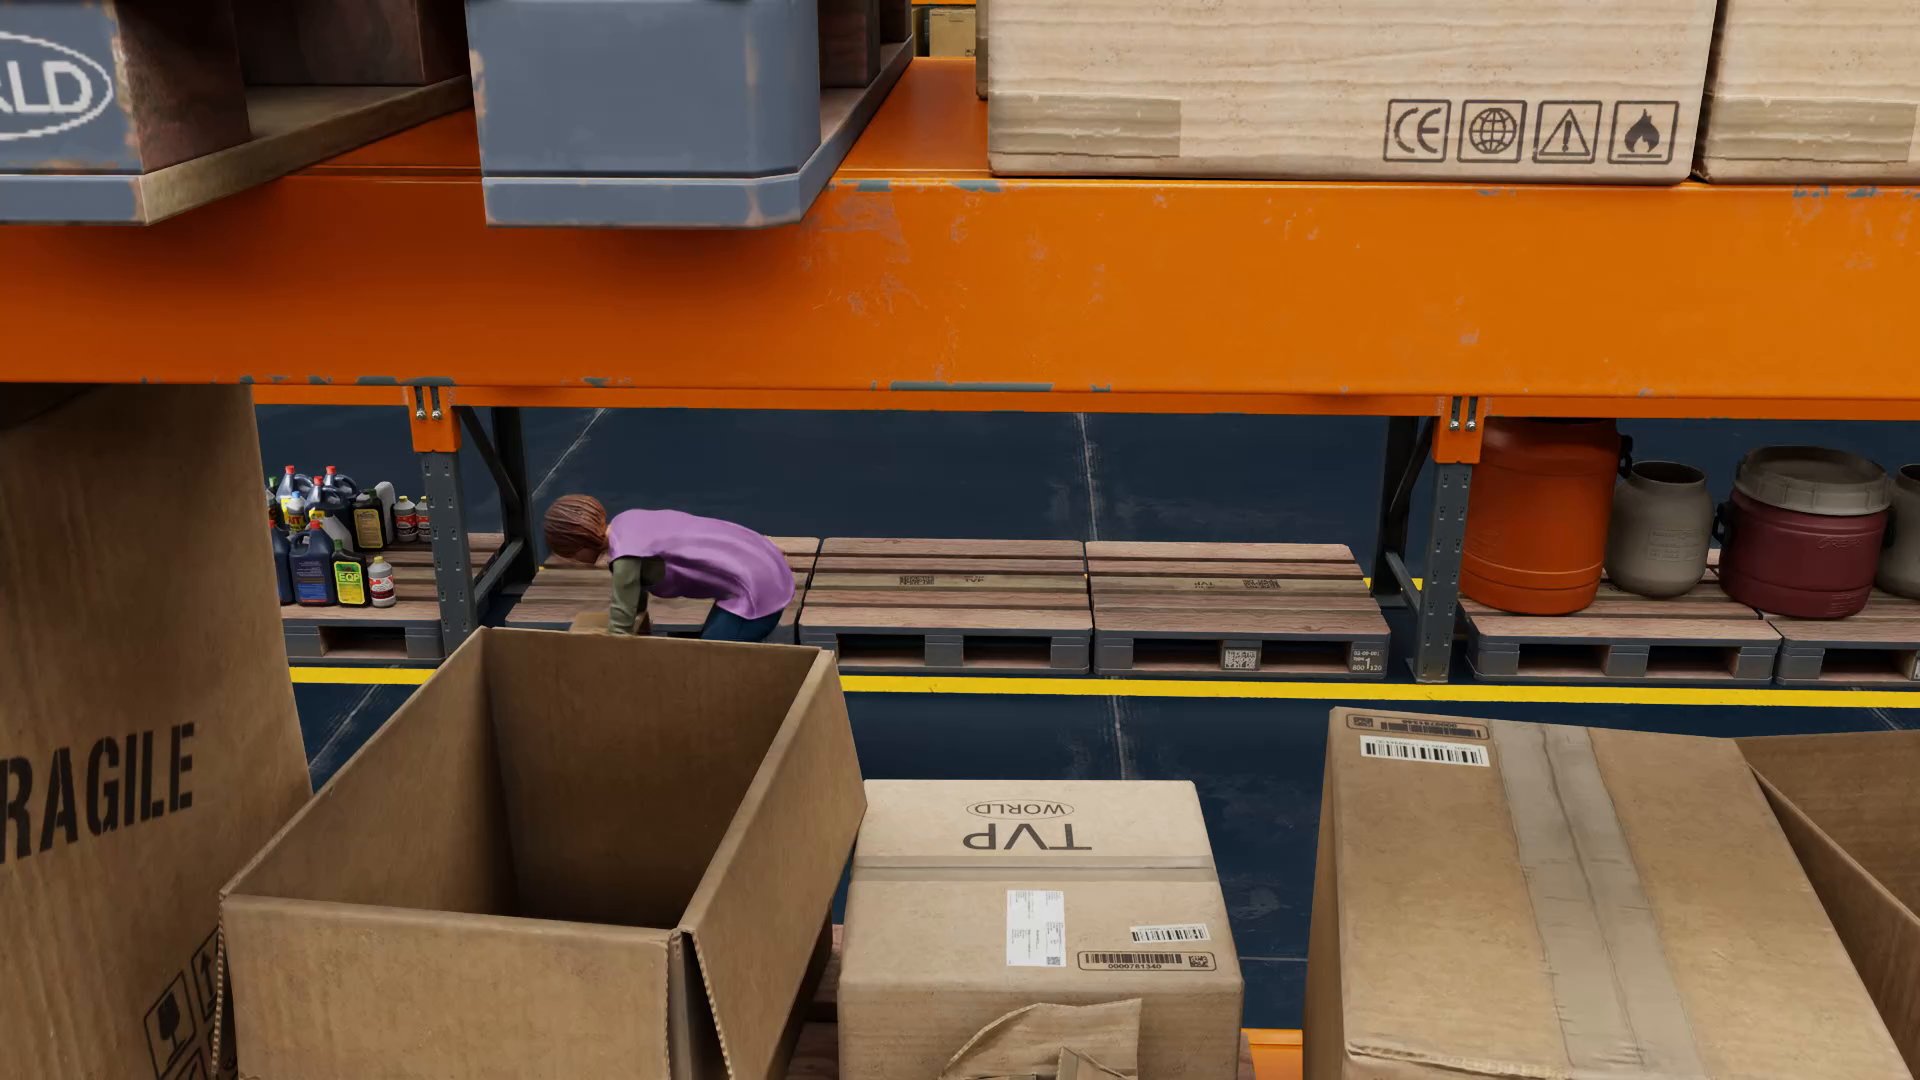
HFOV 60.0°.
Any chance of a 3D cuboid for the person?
[{"bbox_3d":[-0.985,0.376,5.790,0.842,1.116,0.397,0,21,0],"label":"person"}]
